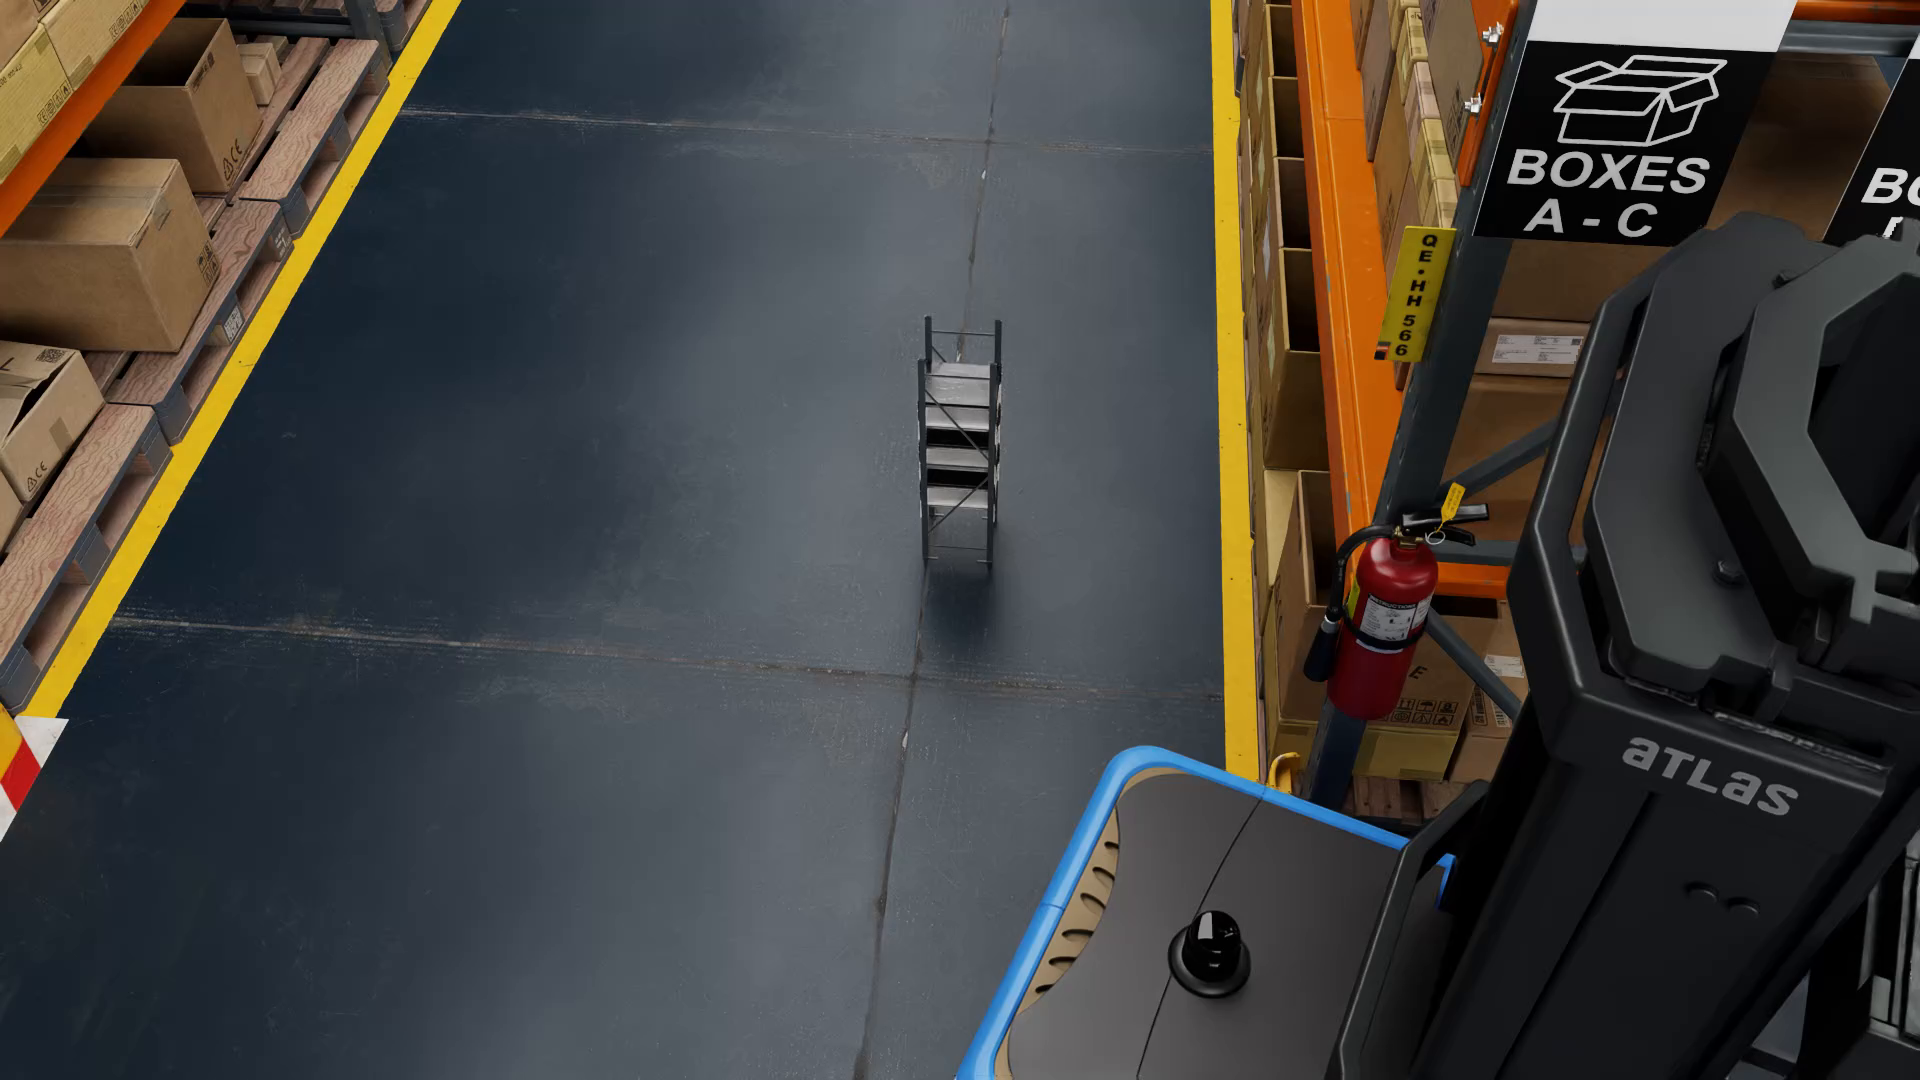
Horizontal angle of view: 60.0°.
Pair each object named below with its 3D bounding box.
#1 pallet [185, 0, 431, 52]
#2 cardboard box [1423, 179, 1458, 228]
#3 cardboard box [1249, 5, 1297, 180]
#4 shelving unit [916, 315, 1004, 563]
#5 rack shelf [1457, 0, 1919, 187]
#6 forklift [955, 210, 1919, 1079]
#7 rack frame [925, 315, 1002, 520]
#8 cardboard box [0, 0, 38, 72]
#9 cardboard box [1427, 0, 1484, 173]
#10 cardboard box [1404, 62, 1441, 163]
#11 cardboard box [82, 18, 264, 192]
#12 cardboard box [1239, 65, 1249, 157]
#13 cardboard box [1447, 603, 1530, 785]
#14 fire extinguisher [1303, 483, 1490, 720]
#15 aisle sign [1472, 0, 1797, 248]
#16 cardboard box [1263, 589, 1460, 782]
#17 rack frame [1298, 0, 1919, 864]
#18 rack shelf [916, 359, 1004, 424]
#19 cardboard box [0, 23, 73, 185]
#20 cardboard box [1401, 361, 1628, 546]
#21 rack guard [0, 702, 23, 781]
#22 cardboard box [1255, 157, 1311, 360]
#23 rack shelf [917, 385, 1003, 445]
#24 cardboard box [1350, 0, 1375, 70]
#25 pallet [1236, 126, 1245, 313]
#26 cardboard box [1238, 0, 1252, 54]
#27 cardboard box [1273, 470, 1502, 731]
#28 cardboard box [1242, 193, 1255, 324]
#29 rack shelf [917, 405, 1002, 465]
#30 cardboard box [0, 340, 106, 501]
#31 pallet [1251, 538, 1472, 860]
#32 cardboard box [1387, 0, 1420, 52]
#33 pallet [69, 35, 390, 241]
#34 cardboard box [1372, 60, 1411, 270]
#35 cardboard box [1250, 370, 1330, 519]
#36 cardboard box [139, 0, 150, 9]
[{"bbox_3d":[-3.084,-2.851,8.215,1.003,0.211,1.213,4,48,4],"label":"pallet"},{"bbox_3d":[1.283,-0.689,3.840,0.380,0.149,0.250,5,48,5],"label":"cardboard box"},{"bbox_3d":[1.388,-1.669,6.314,0.500,0.500,0.500,4,48,4],"label":"cardboard box"},{"bbox_3d":[0.001,-0.310,5.423,0.258,0.900,0.210,4,48,4],"label":"shelving unit"},{"bbox_3d":[1.597,-2.190,4.175,1.077,0.370,4.000,4,48,4],"label":"rack shelf"},{"bbox_3d":[1.530,0.977,2.870,3.031,2.935,1.130,19,50,17],"label":"forklift"},{"bbox_3d":[0.010,-0.384,5.492,0.240,0.900,0.006,4,48,4],"label":"rack frame"},{"bbox_3d":[-3.067,-1.562,4.726,0.500,0.500,0.500,2,48,2],"label":"cardboard box"},{"bbox_3d":[1.518,-1.190,3.859,0.700,0.500,0.500,3,48,3],"label":"cardboard box"},{"bbox_3d":[1.331,-1.062,4.181,0.380,0.149,0.250,4,48,4],"label":"cardboard box"},{"bbox_3d":[-3.208,-1.760,6.722,0.500,0.500,0.500,1,48,1],"label":"cardboard box"},{"bbox_3d":[1.436,-1.783,6.927,0.500,0.250,0.500,4,48,4],"label":"cardboard box"},{"bbox_3d":[1.686,0.457,4.878,0.500,0.250,0.500,4,48,4],"label":"cardboard box"},{"bbox_3d":[0.942,0.131,3.650,0.296,0.674,0.183,4,48,4],"label":"fire extinguisher"},{"bbox_3d":[1.117,-0.799,2.687,0.394,0.787,0.004,4,48,4],"label":"aisle sign"},{"bbox_3d":[1.170,0.422,4.910,0.500,0.250,0.500,4,48,4],"label":"cardboard box"},{"bbox_3d":[1.415,0.050,3.672,1.000,3.000,0.127,4,48,4],"label":"rack frame"},{"bbox_3d":[0.001,-0.469,5.249,0.258,0.077,0.200,4,48,4],"label":"rack shelf"},{"bbox_3d":[-3.072,-1.331,5.022,0.500,0.250,0.500,3,48,3],"label":"cardboard box"},{"bbox_3d":[1.470,-0.326,3.948,0.700,0.500,0.500,4,48,4],"label":"cardboard box"},{"bbox_3d":[-3.511,0.507,4.948,1.175,0.500,0.348,4,48,4],"label":"rack guard"},{"bbox_3d":[1.291,-0.935,5.643,0.500,0.500,0.500,4,48,4],"label":"cardboard box"},{"bbox_3d":[0.001,-0.409,5.315,0.258,0.077,0.200,4,48,4],"label":"rack shelf"},{"bbox_3d":[1.654,-1.841,5.333,0.700,0.500,0.500,5,48,4],"label":"cardboard box"},{"bbox_3d":[1.666,-1.367,6.857,1.003,0.211,1.213,4,48,4],"label":"pallet"},{"bbox_3d":[1.529,-2.428,7.516,0.500,0.250,0.500,3,48,3],"label":"cardboard box"},{"bbox_3d":[1.168,0.169,4.634,0.500,0.500,0.500,4,48,4],"label":"cardboard box"},{"bbox_3d":[1.334,-1.049,6.255,0.500,0.250,0.500,4,48,4],"label":"cardboard box"},{"bbox_3d":[0.001,-0.348,5.382,0.258,0.077,0.200,4,48,4],"label":"rack shelf"},{"bbox_3d":[-3.314,-0.443,5.647,0.500,0.311,0.500,7,48,7],"label":"cardboard box"},{"bbox_3d":[1.443,0.426,5.217,1.003,0.211,1.213,4,48,4],"label":"pallet"},{"bbox_3d":[1.377,-1.448,4.534,0.380,0.149,0.250,5,48,5],"label":"cardboard box"},{"bbox_3d":[-3.180,-1.783,7.238,1.003,0.211,1.213,4,48,4],"label":"pallet"},{"bbox_3d":[1.565,-1.077,4.635,0.700,0.500,0.500,4,48,4],"label":"cardboard box"},{"bbox_3d":[1.247,-0.314,5.583,0.500,0.250,0.500,4,48,4],"label":"cardboard box"},{"bbox_3d":[-2.979,-2.072,5.700,0.500,0.250,0.500,4,48,3],"label":"cardboard box"}]
